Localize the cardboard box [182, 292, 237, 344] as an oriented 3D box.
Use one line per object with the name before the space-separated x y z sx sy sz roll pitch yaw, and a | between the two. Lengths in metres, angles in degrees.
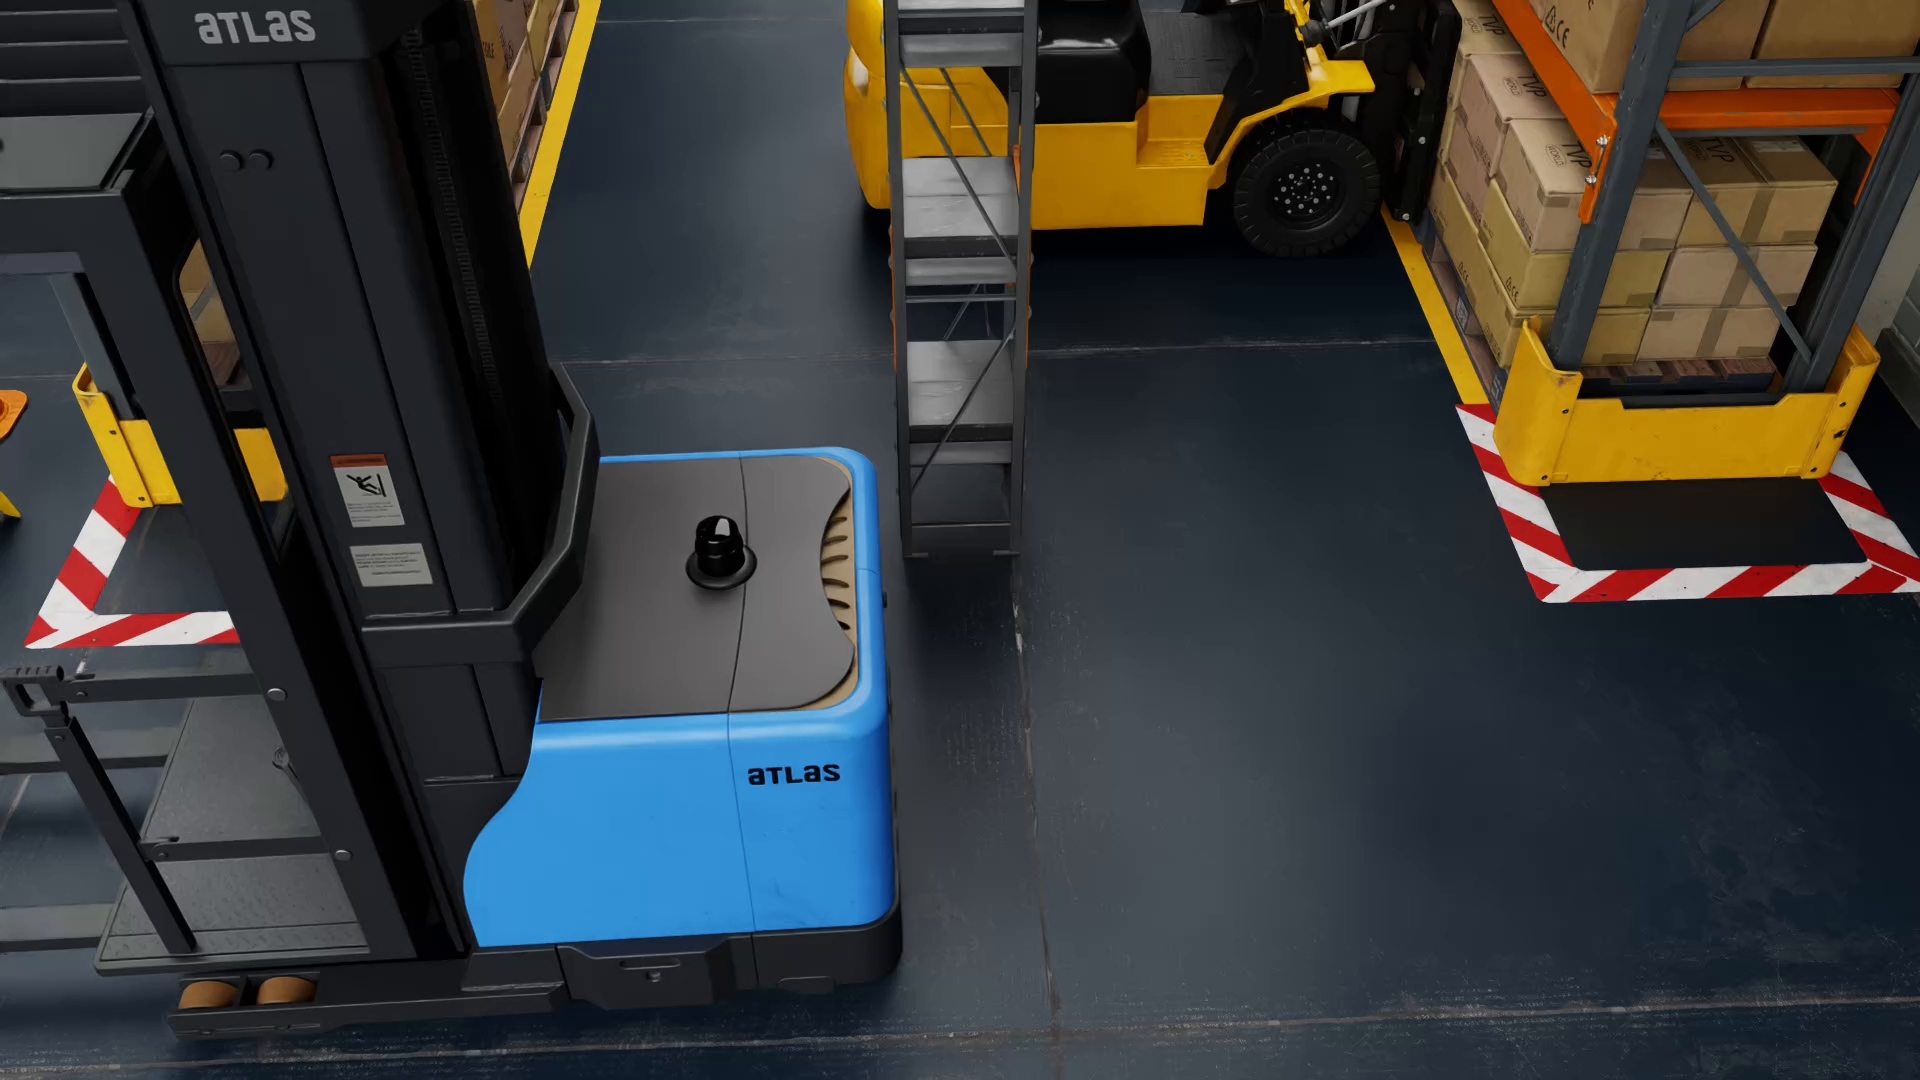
cardboard box | -2.699 -0.997 6.342 0.500 0.250 0.500 -2 43 -2

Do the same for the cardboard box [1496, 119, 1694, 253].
cardboard box | 2.233 -1.258 5.887 0.500 0.250 0.500 0 43 0

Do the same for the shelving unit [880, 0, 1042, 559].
shelving unit | -0.007 -0.886 5.162 0.431 2.100 0.503 -2 43 -2

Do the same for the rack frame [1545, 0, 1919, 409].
rack frame | 2.564 -1.446 5.108 1.000 3.000 0.127 -2 43 -2

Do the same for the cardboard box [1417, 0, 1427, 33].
cardboard box | 2.160 -2.285 7.007 0.500 0.250 0.500 -2 43 -3

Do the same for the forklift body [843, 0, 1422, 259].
forklift body | 0.661 -2.361 6.734 2.313 2.155 1.214 -2 43 -2

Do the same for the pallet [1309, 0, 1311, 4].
pallet | 2.386 -2.581 8.409 1.003 0.211 1.213 -2 43 -2

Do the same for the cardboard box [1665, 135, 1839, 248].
cardboard box | 2.732 -1.286 5.917 0.500 0.250 0.500 -2 43 -2

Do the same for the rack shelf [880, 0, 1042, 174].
rack shelf | -0.007 -1.392 4.699 0.431 0.518 0.480 -2 43 -2

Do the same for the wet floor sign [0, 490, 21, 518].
wet floor sign | -3.456 -0.274 5.572 0.267 0.644 0.232 12 44 13

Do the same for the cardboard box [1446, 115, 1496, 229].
cardboard box | 2.220 -1.430 6.445 0.500 0.250 0.500 -2 43 -2

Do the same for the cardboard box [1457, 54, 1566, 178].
cardboard box | 2.205 -1.603 6.263 0.500 0.250 0.500 -1 43 -1

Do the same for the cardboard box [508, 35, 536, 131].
cardboard box | -2.222 -2.049 7.489 0.500 0.250 0.500 -1 43 -1

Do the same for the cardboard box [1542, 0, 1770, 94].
cardboard box | 2.280 -1.808 5.428 0.500 0.500 0.500 -3 43 -3

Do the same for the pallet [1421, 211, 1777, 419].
pallet | 2.489 -0.933 6.612 1.003 0.211 1.213 -2 43 -2

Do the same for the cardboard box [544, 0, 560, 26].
cardboard box | -2.272 -2.751 8.256 0.500 0.250 0.500 0 43 0

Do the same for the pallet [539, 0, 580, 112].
pallet | -2.501 -2.521 8.345 1.003 0.211 1.213 -2 43 -2

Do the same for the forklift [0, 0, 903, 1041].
forklift | -1.694 -0.153 3.748 3.031 2.935 1.130 -3 43 -3

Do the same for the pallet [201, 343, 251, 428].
pallet | -2.398 -0.874 6.547 1.003 0.211 1.213 -2 43 -2

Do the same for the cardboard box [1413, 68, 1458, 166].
cardboard box | 2.177 -1.778 6.824 0.500 0.250 0.500 -3 43 -3

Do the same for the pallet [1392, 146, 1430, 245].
pallet | 2.441 -1.755 7.508 1.003 0.211 1.213 -2 43 -2

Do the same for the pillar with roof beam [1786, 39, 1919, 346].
pillar with roof beam | -0.866 -4.030 3.487 9.100 9.000 0.400 -2 43 -2

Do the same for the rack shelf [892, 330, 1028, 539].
rack shelf | -0.007 -0.360 5.645 0.431 0.518 0.480 -2 43 -2

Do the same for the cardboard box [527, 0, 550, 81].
cardboard box | -2.239 -2.392 7.864 0.500 0.250 0.500 -3 43 -3

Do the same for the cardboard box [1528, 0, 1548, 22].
cardboard box | 2.268 -2.158 5.811 0.500 0.500 0.500 0 43 0

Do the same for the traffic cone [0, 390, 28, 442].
traffic cone | -3.702 -0.619 6.083 0.336 0.463 0.334 -2 43 -2

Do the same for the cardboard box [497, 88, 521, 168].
cardboard box | -2.203 -1.708 7.117 0.500 0.250 0.500 1 43 1

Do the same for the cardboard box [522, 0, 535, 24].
cardboard box | -2.249 -2.684 7.628 0.500 0.500 0.500 -1 43 -1

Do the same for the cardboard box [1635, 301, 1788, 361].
cardboard box | 2.738 -0.925 6.263 0.500 0.250 0.500 -1 43 -2

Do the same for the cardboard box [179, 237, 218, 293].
cardboard box | -2.690 -1.252 6.065 0.500 0.500 0.500 -1 43 -2

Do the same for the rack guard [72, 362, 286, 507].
rack guard | -2.399 -0.431 5.850 1.175 0.500 0.348 -2 43 -2

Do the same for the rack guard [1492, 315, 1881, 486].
rack guard | 2.565 -0.509 5.935 1.175 0.500 0.348 -2 43 -2

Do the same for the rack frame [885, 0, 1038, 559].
rack frame | 0.003 -0.721 4.983 0.400 2.100 0.015 -2 43 -2

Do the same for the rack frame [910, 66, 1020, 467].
rack frame | -0.017 -1.051 5.342 0.400 2.100 0.015 -2 43 -2

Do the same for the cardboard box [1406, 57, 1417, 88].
cardboard box | 2.160 -2.116 7.193 0.500 0.250 0.500 -2 43 -2

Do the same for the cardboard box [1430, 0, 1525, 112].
cardboard box | 2.174 -1.943 6.634 0.500 0.250 0.500 -1 43 -1

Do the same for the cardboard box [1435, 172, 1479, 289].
cardboard box | 2.217 -1.232 6.598 0.500 0.250 0.500 -2 43 -2

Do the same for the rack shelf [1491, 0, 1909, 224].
rack shelf | 2.479 -2.531 6.824 1.077 0.370 4.000 -2 43 -2

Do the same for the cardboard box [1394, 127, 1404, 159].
cardboard box | 2.160 -1.920 7.348 0.500 0.250 0.500 0 43 0

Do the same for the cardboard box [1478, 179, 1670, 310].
cardboard box | 2.231 -1.091 6.075 0.500 0.250 0.500 -2 43 -2

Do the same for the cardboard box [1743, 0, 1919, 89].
cardboard box | 2.820 -1.826 5.448 0.500 0.500 0.500 0 43 0

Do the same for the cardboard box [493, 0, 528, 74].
cardboard box | -2.226 -2.340 7.252 0.500 0.500 0.500 0 43 0

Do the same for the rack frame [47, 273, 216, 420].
rack frame | -2.395 -1.301 4.950 1.000 3.000 0.127 -2 43 -2

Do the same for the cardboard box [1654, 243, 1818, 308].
cardboard box | 2.751 -1.095 6.079 0.500 0.250 0.500 -1 43 -1

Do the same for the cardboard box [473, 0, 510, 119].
cardboard box | -2.195 -1.979 6.858 0.500 0.500 0.500 -1 43 -1

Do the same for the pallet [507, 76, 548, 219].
pallet | -2.447 -1.696 7.444 1.003 0.211 1.213 -2 43 -2

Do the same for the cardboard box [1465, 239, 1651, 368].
cardboard box | 2.228 -0.896 6.231 0.500 0.250 0.500 -1 43 -1

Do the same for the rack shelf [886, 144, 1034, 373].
rack shelf | -0.007 -0.876 5.172 0.431 0.518 0.480 -2 43 -2

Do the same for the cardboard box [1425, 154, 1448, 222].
cardboard box | 2.204 -1.570 6.967 0.500 0.250 0.500 -1 43 -1
